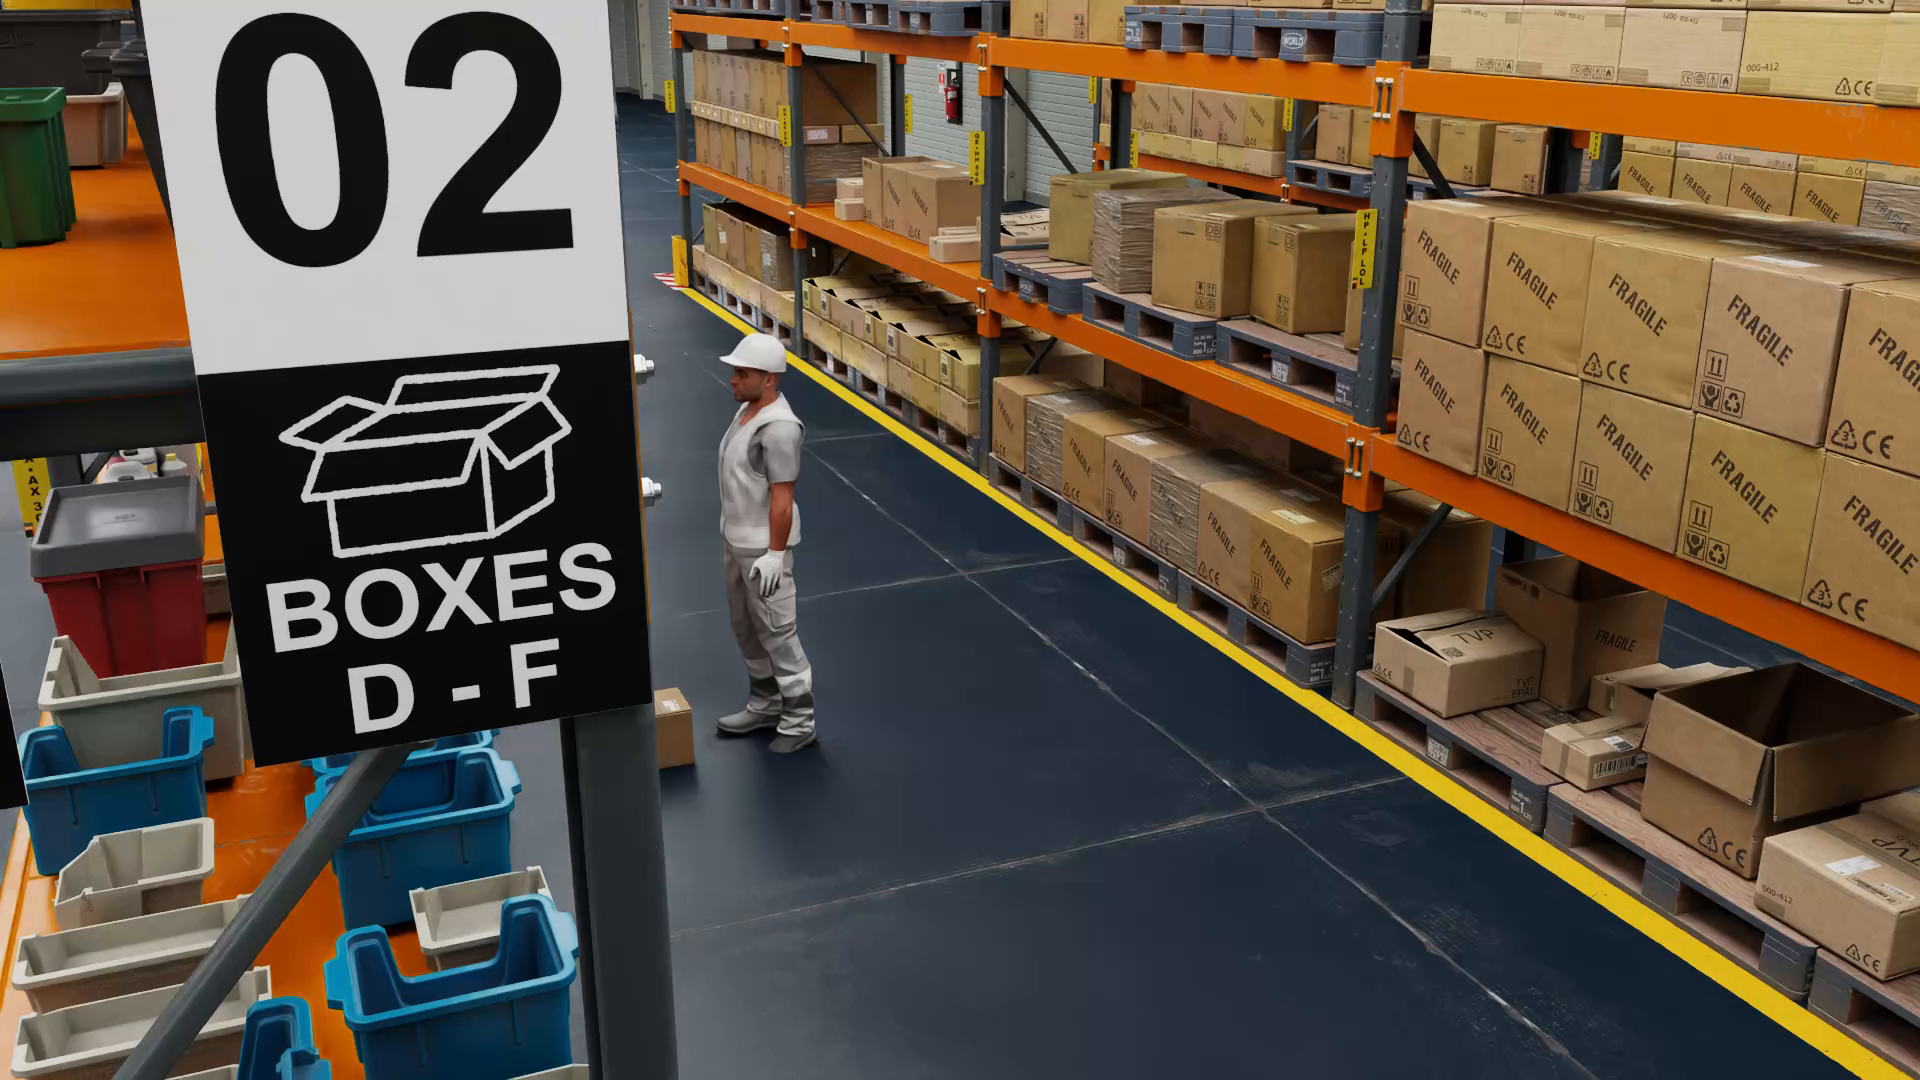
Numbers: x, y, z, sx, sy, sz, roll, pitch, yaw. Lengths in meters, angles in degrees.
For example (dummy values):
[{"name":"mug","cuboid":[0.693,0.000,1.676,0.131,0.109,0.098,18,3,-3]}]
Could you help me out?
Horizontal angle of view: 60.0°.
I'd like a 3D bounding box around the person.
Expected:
[{"name":"person","cuboid":[-0.842,0.042,6.980,0.386,1.839,0.524,-7,20,-21]}]
